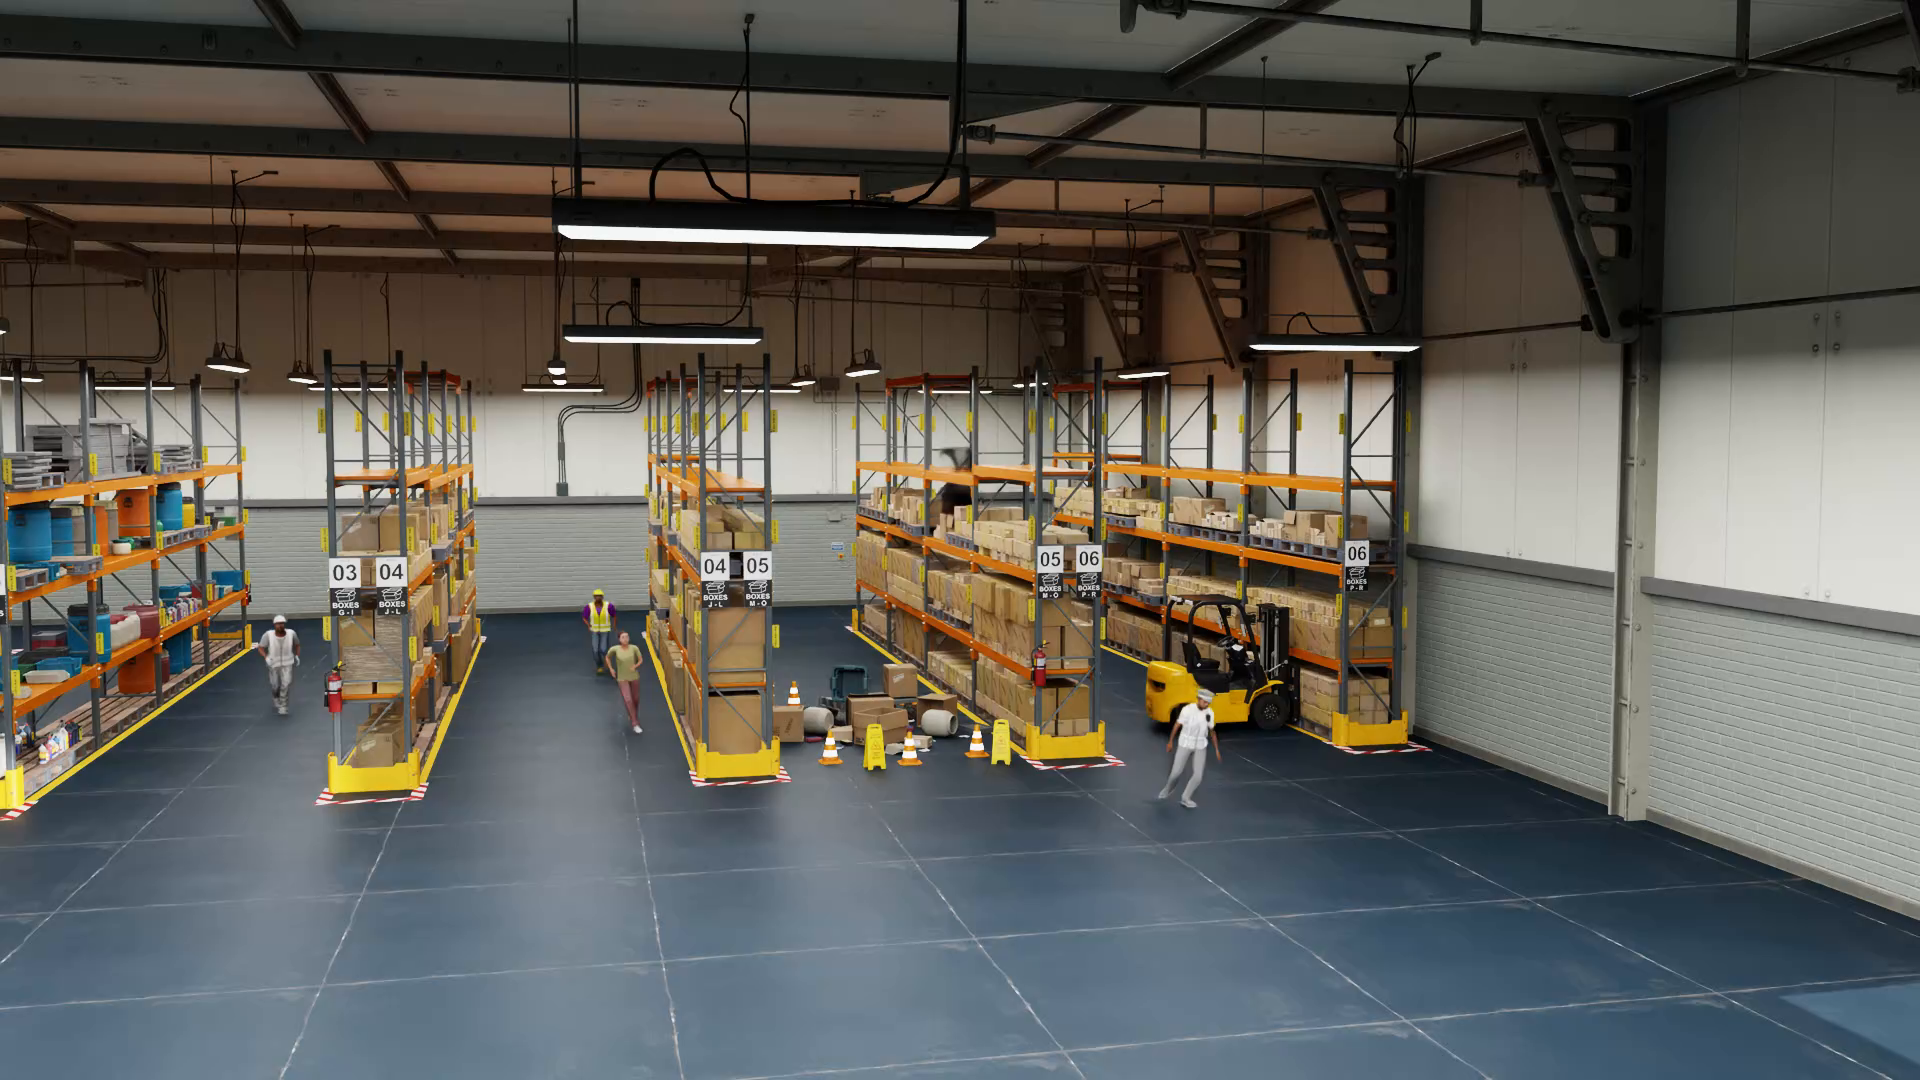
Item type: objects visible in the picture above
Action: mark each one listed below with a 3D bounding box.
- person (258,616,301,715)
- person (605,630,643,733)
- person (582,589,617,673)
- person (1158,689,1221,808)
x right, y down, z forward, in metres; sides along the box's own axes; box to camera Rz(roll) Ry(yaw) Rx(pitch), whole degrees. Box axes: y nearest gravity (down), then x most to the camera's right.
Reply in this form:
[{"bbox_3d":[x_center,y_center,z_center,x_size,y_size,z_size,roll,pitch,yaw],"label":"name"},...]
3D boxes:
[{"bbox_3d":[-11.766,2.150,28.777,0.682,1.729,0.710,-2,4,-24],"label":"person"},{"bbox_3d":[-5.419,2.265,26.965,0.586,1.629,0.965,-2,4,-22],"label":"person"},{"bbox_3d":[-7.220,1.829,33.332,0.690,1.708,0.631,0,4,-7],"label":"person"},{"bbox_3d":[2.997,2.700,21.682,0.739,1.580,0.644,-1,4,-10],"label":"person"}]
